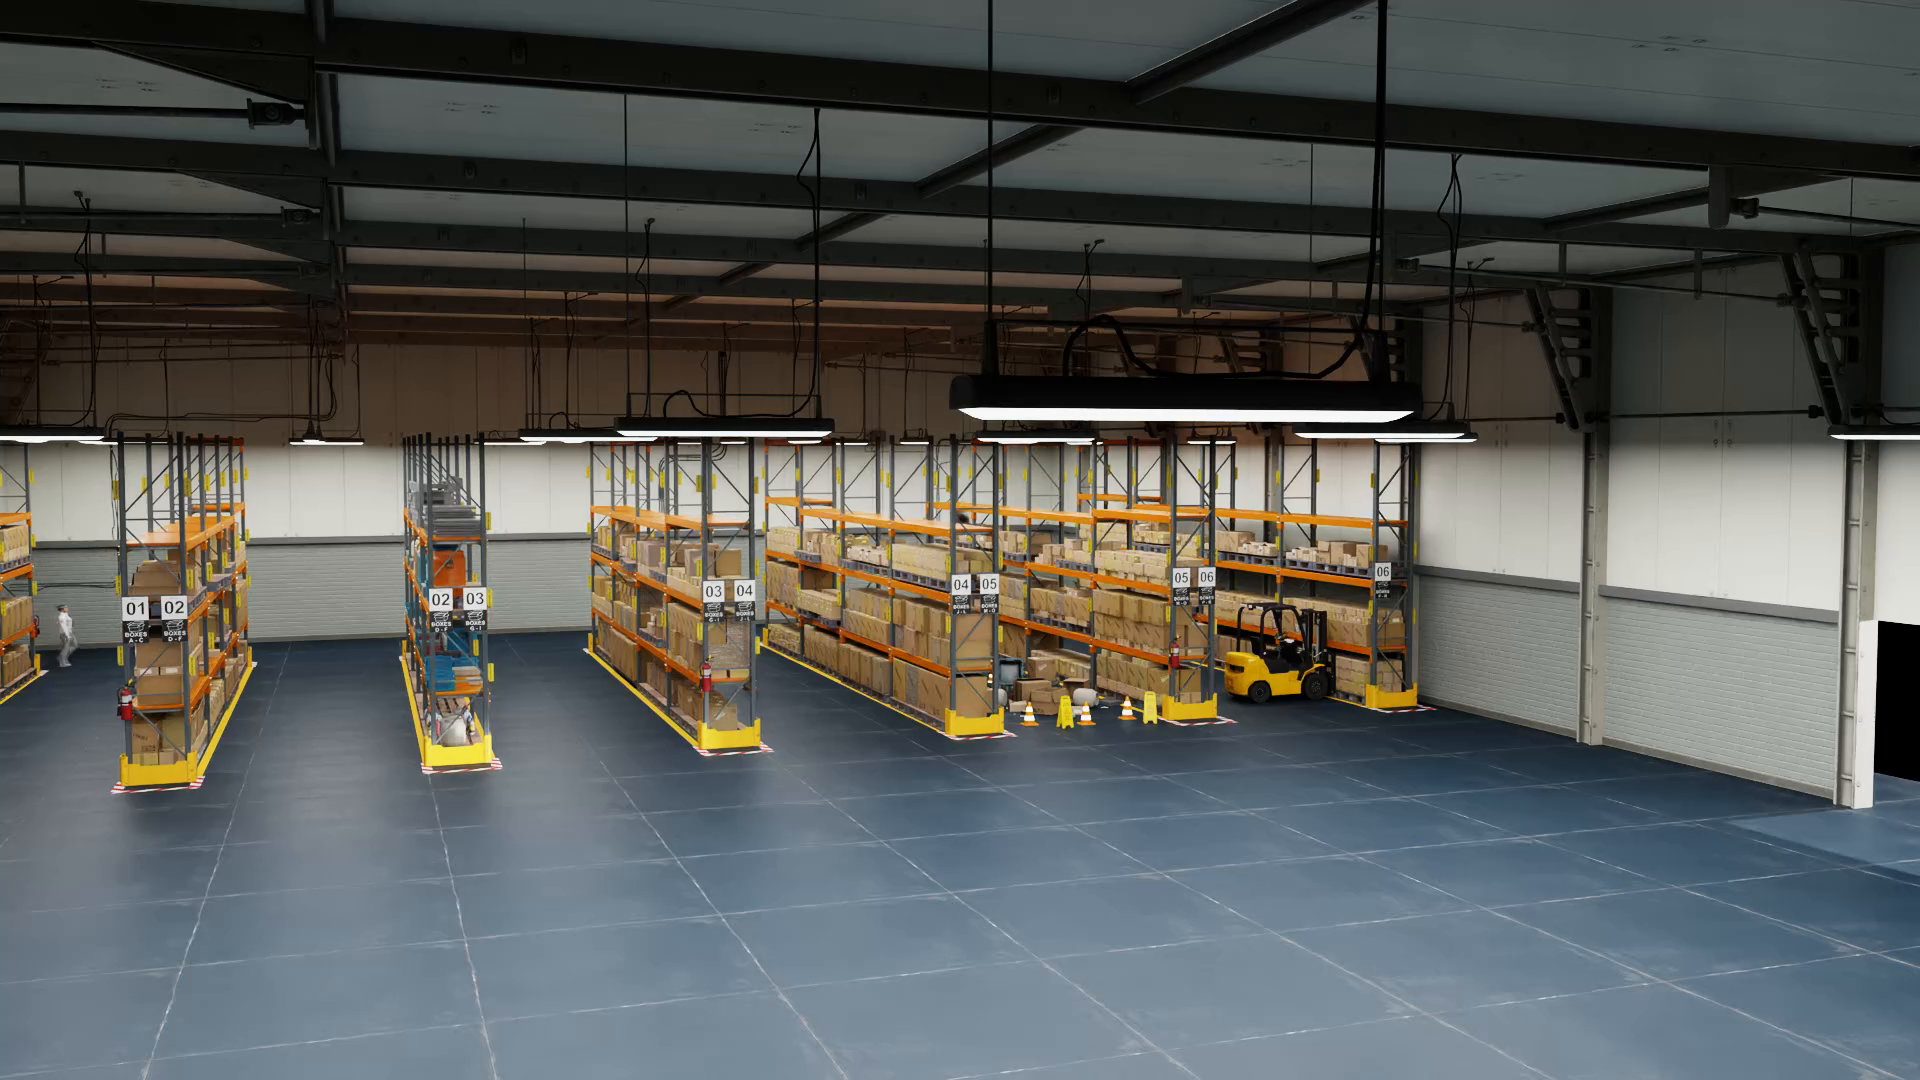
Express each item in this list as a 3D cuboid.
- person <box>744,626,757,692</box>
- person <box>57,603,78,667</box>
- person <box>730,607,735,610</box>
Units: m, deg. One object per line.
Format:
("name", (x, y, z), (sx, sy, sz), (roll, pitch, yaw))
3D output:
("person", (-4.920, 2.737, 39.120), (0.331, 1.652, 0.560), (0, 3, -5))
("person", (-23.284, 2.464, 43.355), (0.430, 1.677, 0.495), (-1, 3, -13))
("person", (-6.803, 2.114, 49.473), (0.466, 1.704, 0.554), (0, 3, 4))
